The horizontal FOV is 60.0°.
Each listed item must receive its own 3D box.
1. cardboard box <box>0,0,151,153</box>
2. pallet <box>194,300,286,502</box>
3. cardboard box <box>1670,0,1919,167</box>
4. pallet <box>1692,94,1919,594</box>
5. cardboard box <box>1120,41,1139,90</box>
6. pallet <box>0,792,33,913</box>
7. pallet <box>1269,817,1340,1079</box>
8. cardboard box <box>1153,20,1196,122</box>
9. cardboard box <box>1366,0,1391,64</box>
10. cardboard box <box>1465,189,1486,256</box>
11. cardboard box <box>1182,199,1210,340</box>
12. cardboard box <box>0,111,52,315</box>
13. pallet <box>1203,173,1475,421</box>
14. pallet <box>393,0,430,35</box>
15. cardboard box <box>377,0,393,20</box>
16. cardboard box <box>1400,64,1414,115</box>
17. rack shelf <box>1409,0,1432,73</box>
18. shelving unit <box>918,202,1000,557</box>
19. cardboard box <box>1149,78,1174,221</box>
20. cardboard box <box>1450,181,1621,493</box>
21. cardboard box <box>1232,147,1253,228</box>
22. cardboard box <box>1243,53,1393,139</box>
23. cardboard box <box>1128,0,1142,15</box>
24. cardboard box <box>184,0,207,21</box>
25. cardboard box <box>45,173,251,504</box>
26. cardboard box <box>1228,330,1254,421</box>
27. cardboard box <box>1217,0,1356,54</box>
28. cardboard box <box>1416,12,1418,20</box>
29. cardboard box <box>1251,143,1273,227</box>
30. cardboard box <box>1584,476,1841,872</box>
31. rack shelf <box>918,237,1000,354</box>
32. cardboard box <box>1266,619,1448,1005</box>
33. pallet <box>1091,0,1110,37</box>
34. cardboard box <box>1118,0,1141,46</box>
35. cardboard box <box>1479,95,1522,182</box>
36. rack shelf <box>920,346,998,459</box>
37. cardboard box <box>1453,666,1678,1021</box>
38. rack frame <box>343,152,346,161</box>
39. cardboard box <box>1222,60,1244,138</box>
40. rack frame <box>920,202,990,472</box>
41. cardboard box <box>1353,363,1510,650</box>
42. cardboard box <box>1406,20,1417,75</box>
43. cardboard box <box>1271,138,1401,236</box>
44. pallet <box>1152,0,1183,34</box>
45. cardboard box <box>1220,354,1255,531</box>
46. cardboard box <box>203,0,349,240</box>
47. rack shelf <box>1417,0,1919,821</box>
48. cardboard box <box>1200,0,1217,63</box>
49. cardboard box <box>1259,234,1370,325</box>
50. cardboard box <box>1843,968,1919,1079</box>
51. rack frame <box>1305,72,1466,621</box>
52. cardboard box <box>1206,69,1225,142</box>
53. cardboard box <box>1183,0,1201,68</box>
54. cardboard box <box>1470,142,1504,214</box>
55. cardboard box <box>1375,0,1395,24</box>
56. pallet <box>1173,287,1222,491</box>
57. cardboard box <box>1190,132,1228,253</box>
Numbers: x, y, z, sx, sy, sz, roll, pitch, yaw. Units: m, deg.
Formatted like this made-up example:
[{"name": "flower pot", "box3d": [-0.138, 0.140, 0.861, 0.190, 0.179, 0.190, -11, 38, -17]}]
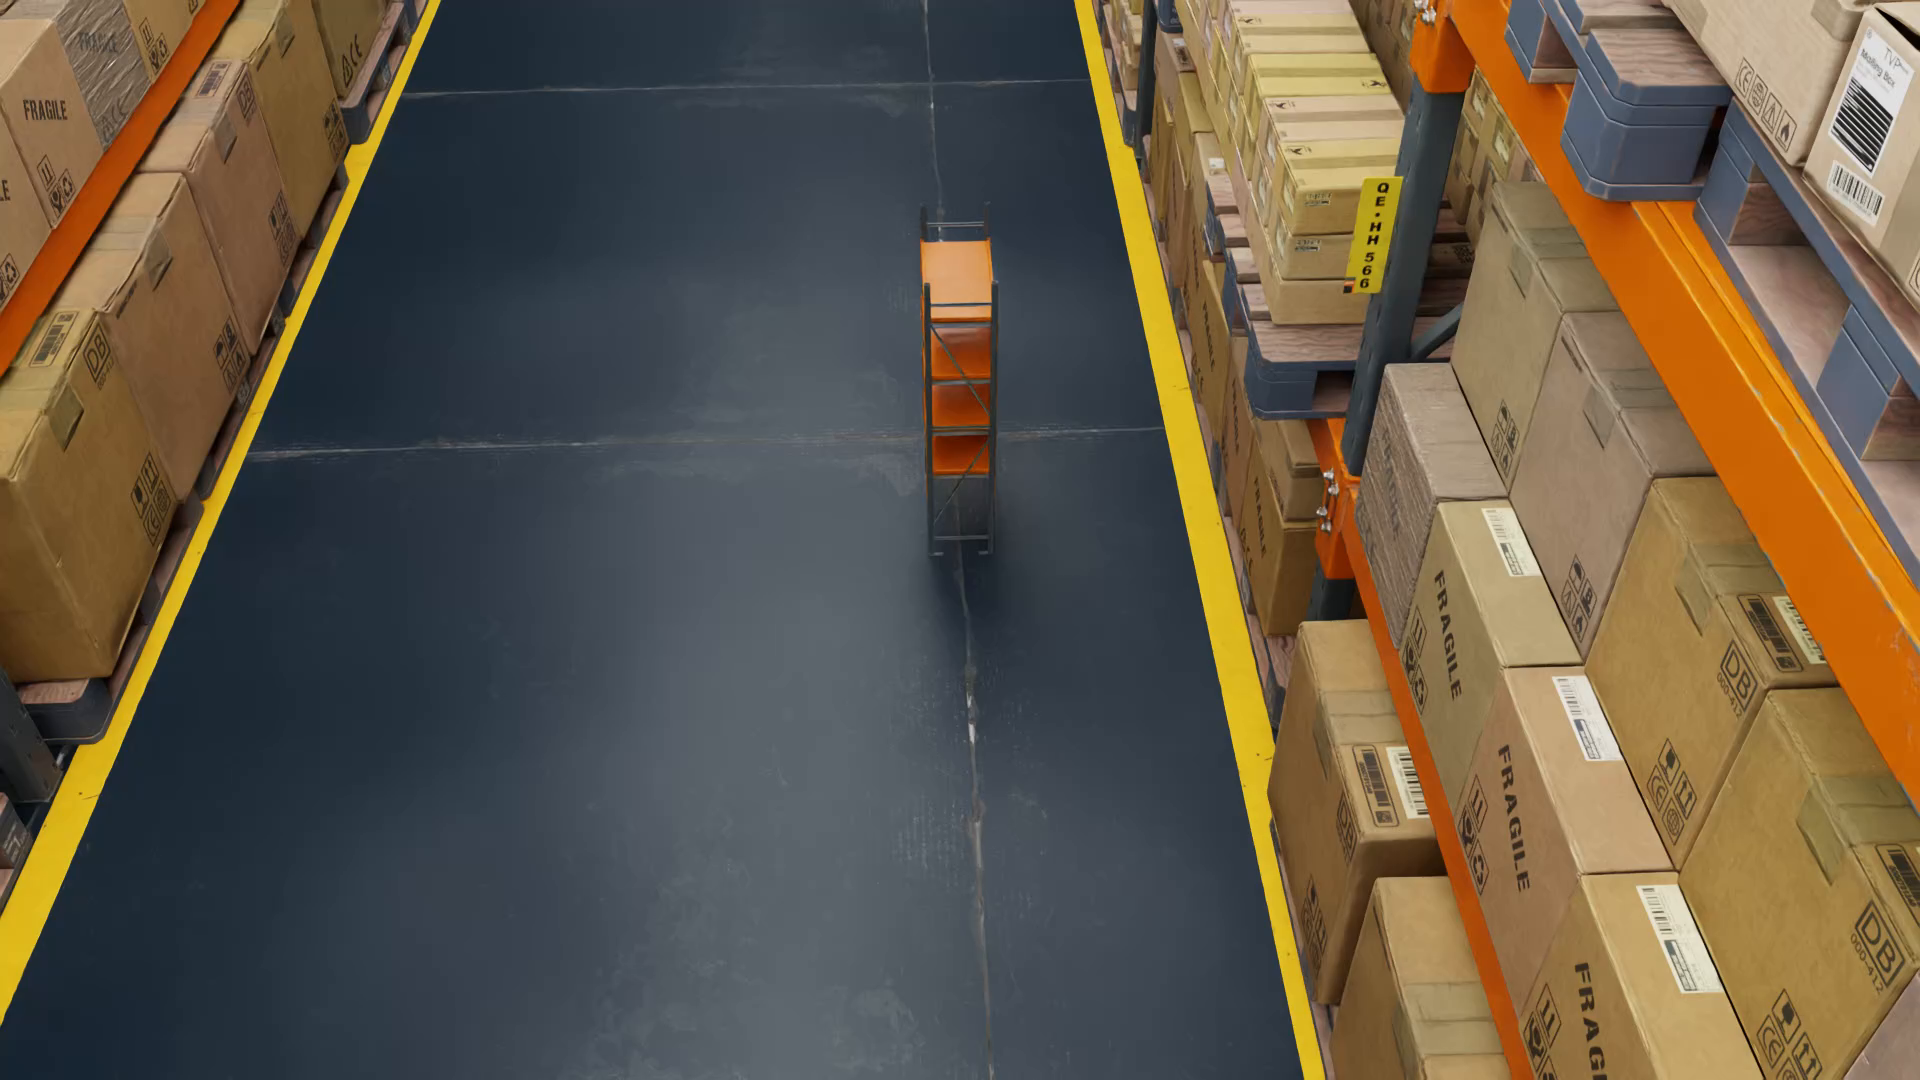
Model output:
[{"name": "cardboard box", "box3d": [-3.232, -1.691, 5.801, 0.500, 0.500, 0.500, -1, 43, -2]}, {"name": "pallet", "box3d": [-3.421, -0.615, 6.764, 1.003, 0.211, 1.213, -2, 43, -2]}, {"name": "cardboard box", "box3d": [1.378, -0.770, 2.376, 0.500, 0.250, 0.500, -1, 43, -1]}, {"name": "pallet", "box3d": [1.676, -0.209, 2.178, 1.003, 0.211, 1.213, 0, 43, 0]}, {"name": "cardboard box", "box3d": [1.018, -2.420, 8.469, 0.380, 0.149, 0.250, -1, 43, -1]}, {"name": "pallet", "box3d": [-3.383, 1.269, 4.709, 1.003, 0.211, 1.213, -2, 43, -2]}, {"name": "pallet", "box3d": [1.504, 1.202, 4.783, 1.003, 0.211, 1.213, -2, 43, -2]}, {"name": "cardboard box", "box3d": [1.143, -2.064, 7.266, 0.500, 0.250, 0.500, -3, 43, -4]}, {"name": "cardboard box", "box3d": [1.660, -1.801, 5.870, 0.380, 0.149, 0.250, -3, 43, -3]}, {"name": "cardboard box", "box3d": [1.717, -0.912, 4.900, 0.380, 0.149, 0.250, 0, 43, 0]}, {"name": "cardboard box", "box3d": [1.202, -1.077, 6.745, 0.500, 0.500, 0.500, -1, 43, -1]}, {"name": "cardboard box", "box3d": [-3.187, -1.007, 5.055, 0.500, 0.500, 0.500, -3, 43, -3]}, {"name": "pallet", "box3d": [1.409, -0.768, 5.010, 1.213, 0.211, 1.003, -2, 43, -2]}, {"name": "pallet", "box3d": [-3.593, -3.300, 9.694, 1.003, 0.211, 1.213, -2, 43, -2]}, {"name": "cardboard box", "box3d": [-3.571, -3.414, 9.016, 0.875, 0.875, 0.875, -2, 43, -2]}, {"name": "cardboard box", "box3d": [1.678, -1.456, 5.493, 0.380, 0.149, 0.250, 0, 43, 0]}, {"name": "rack shelf", "box3d": [1.460, -2.551, 5.126, 1.077, 0.370, 4.000, -2, 43, -2]}, {"name": "shelving unit", "box3d": [-0.007, -0.554, 5.966, 0.258, 1.200, 0.503, -2, 43, -2]}, {"name": "cardboard box", "box3d": [1.142, -1.788, 7.520, 0.500, 0.500, 0.500, 0, 43, 0]}, {"name": "cardboard box", "box3d": [1.554, -0.463, 3.721, 0.700, 0.500, 0.500, -2, 43, -2]}, {"name": "cardboard box", "box3d": [1.045, -1.084, 5.088, 0.380, 0.149, 0.250, -1, 43, -1]}, {"name": "cardboard box", "box3d": [1.047, -1.306, 4.890, 0.380, 0.149, 0.250, 0, 43, 0]}, {"name": "cardboard box", "box3d": [1.050, -2.788, 8.431, 0.380, 0.149, 0.250, -1, 43, -1]}, {"name": "cardboard box", "box3d": [-3.277, -2.382, 6.554, 0.500, 0.500, 0.500, 0, 43, 0]}, {"name": "cardboard box", "box3d": [-3.453, -0.726, 6.084, 1.225, 0.875, 0.875, -2, 43, -2]}, {"name": "cardboard box", "box3d": [1.222, -0.665, 5.740, 0.500, 0.250, 0.500, -1, 43, -1]}, {"name": "cardboard box", "box3d": [1.028, -1.649, 5.264, 0.380, 0.149, 0.250, -2, 43, -2]}, {"name": "cardboard box", "box3d": [1.675, -1.668, 5.285, 0.380, 0.149, 0.250, 0, 43, 0]}, {"name": "cardboard box", "box3d": [1.056, -1.033, 4.812, 0.380, 0.149, 0.250, 0, 43, 0]}, {"name": "cardboard box", "box3d": [1.601, 0.225, 2.971, 0.700, 0.500, 0.500, -2, 43, -2]}, {"name": "rack shelf", "box3d": [-0.007, -0.844, 5.701, 0.258, 0.148, 0.480, -2, 43, -2]}, {"name": "cardboard box", "box3d": [1.481, 0.728, 4.590, 1.050, 0.750, 0.750, -2, 43, -2]}, {"name": "pallet", "box3d": [1.257, -3.311, 9.706, 1.003, 0.211, 1.213, -2, 43, -2]}, {"name": "cardboard box", "box3d": [1.021, -2.660, 8.511, 0.380, 0.149, 0.250, -4, 43, -4]}, {"name": "cardboard box", "box3d": [1.705, -1.141, 4.710, 0.380, 0.149, 0.250, -3, 43, -3]}, {"name": "rack shelf", "box3d": [-0.007, -0.504, 6.012, 0.258, 0.148, 0.480, -2, 43, -2]}, {"name": "cardboard box", "box3d": [1.340, 0.597, 3.305, 0.500, 0.500, 0.500, -2, 43, -2]}, {"name": "rack frame", "box3d": [-3.584, -2.987, 7.289, 1.000, 3.000, 0.127, -2, 43, -2]}, {"name": "cardboard box", "box3d": [1.032, -1.379, 5.190, 0.380, 0.149, 0.250, -2, 43, -2]}, {"name": "rack frame", "box3d": [-0.017, -0.719, 6.146, 0.240, 1.200, 0.015, -2, 43, -2]}, {"name": "cardboard box", "box3d": [1.295, -0.087, 4.051, 0.500, 0.500, 0.500, -1, 43, -1]}, {"name": "cardboard box", "box3d": [1.676, -1.566, 5.394, 0.380, 0.149, 0.250, -2, 43, -2]}, {"name": "cardboard box", "box3d": [1.066, -0.960, 4.512, 0.380, 0.149, 0.250, -3, 43, -3]}, {"name": "pallet", "box3d": [1.263, -2.470, 6.867, 1.003, 0.211, 1.213, -2, 43, -2]}, {"name": "cardboard box", "box3d": [1.238, -0.381, 5.985, 0.500, 0.500, 0.500, 0, 43, 0]}, {"name": "cardboard box", "box3d": [-3.537, -1.927, 7.394, 1.225, 0.875, 0.875, -2, 43, -2]}, {"name": "rack shelf", "box3d": [1.630, 0.149, 2.180, 1.077, 0.370, 4.000, -2, 43, -2]}, {"name": "cardboard box", "box3d": [1.012, -1.724, 5.565, 0.380, 0.149, 0.250, -1, 43, -1]}, {"name": "cardboard box", "box3d": [1.065, -0.743, 4.715, 0.380, 0.149, 0.250, -1, 43, -1]}, {"name": "cardboard box", "box3d": [1.643, 0.911, 2.222, 0.700, 0.500, 0.500, -1, 43, -1]}, {"name": "rack frame", "box3d": [1.545, -0.361, 4.423, 1.000, 3.000, 0.127, -2, 43, -2]}, {"name": "cardboard box", "box3d": [1.025, -1.434, 5.470, 0.380, 0.149, 0.250, -3, 43, -4]}, {"name": "cardboard box", "box3d": [1.001, -1.792, 5.861, 0.380, 0.149, 0.250, -3, 43, -4]}, {"name": "cardboard box", "box3d": [1.712, -1.048, 4.828, 0.380, 0.149, 0.250, 0, 43, 0]}, {"name": "cardboard box", "box3d": [1.654, -1.916, 5.775, 0.380, 0.149, 0.250, 0, 43, 0]}, {"name": "pallet", "box3d": [1.465, -0.682, 6.838, 1.003, 0.211, 1.213, -2, 43, -2]}, {"name": "cardboard box", "box3d": [1.185, -1.360, 6.498, 0.500, 0.250, 0.500, 0, 43, 0]}]
